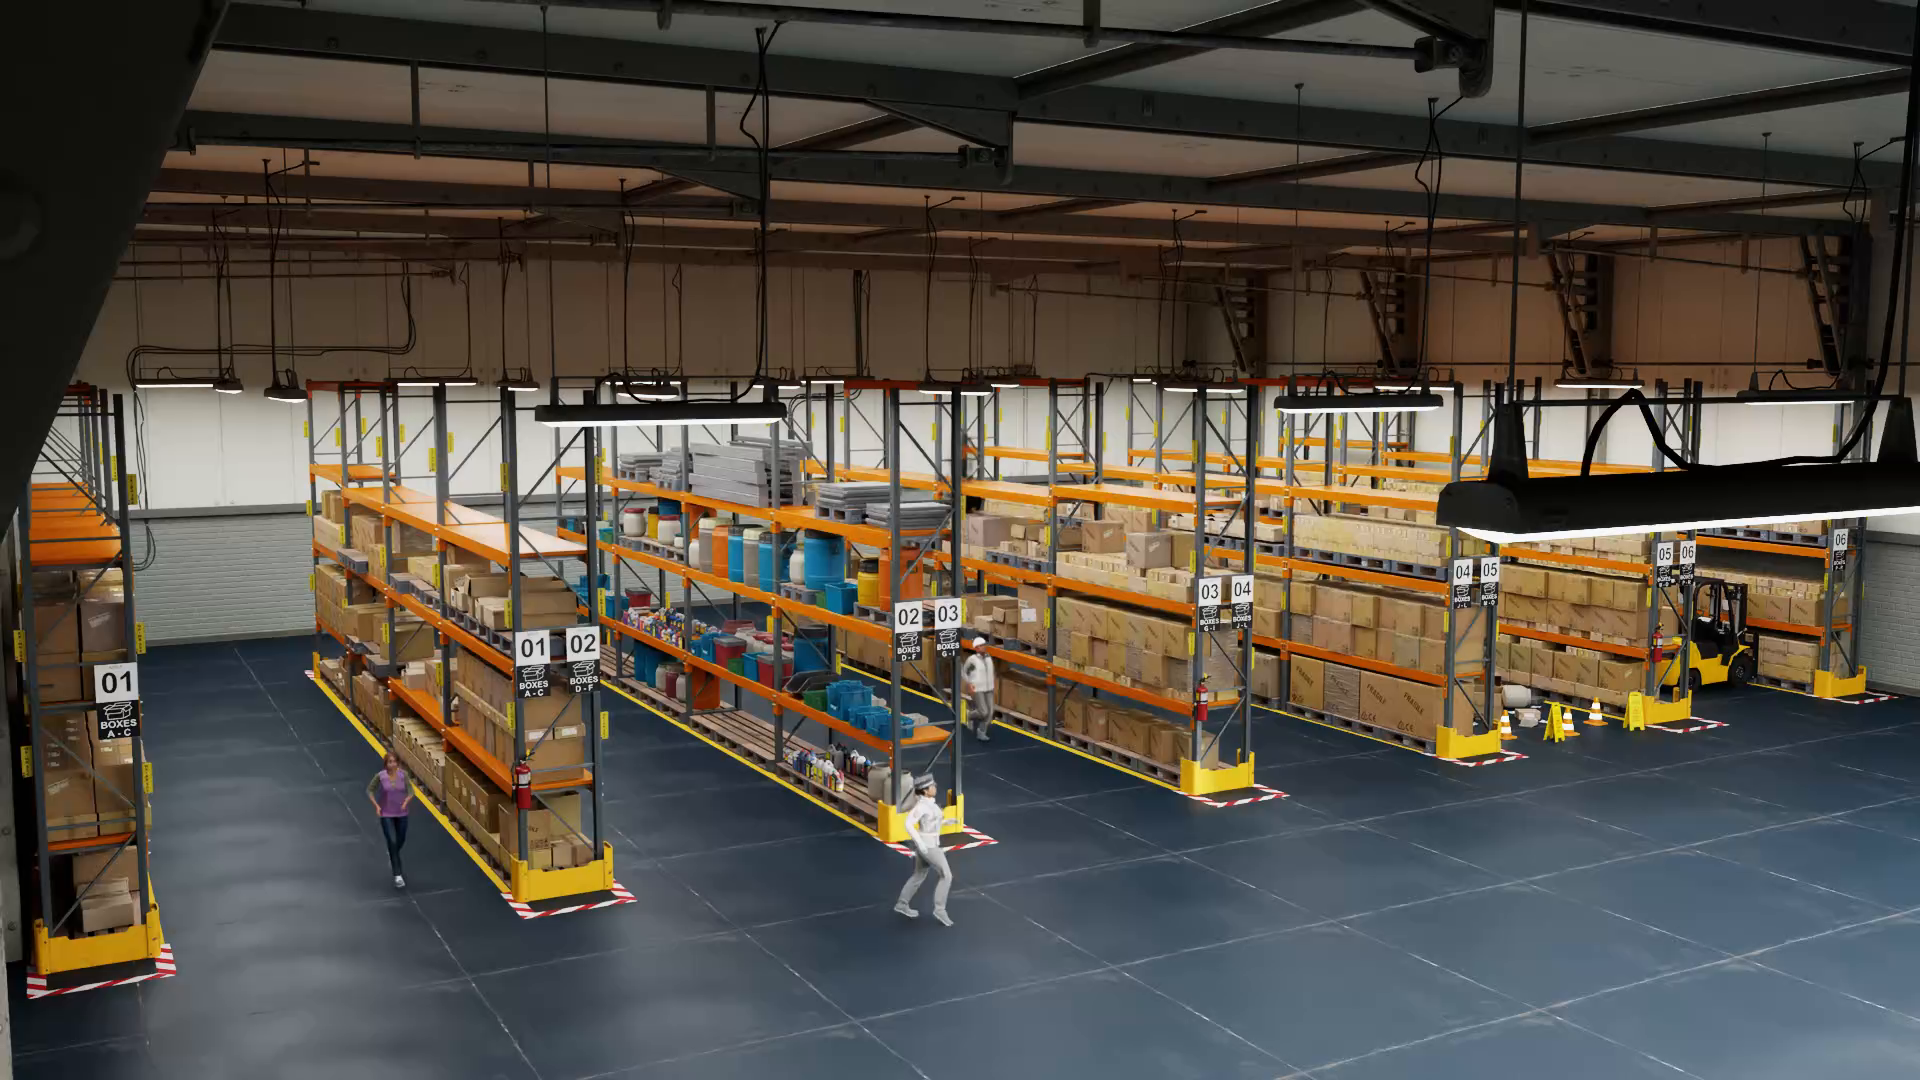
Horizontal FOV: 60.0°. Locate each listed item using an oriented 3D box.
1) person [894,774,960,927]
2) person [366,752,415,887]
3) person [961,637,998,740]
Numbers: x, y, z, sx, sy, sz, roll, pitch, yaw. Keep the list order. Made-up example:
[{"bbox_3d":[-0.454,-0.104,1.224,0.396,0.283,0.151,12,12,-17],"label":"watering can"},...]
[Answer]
[{"bbox_3d":[-0.368,3.500,18.782,0.733,1.745,0.584,0,6,-4],"label":"person"},{"bbox_3d":[-6.953,3.375,20.362,0.546,1.596,0.799,-4,7,-32],"label":"person"},{"bbox_3d":[0.361,2.484,27.746,0.658,1.723,0.586,-4,7,-35],"label":"person"}]
